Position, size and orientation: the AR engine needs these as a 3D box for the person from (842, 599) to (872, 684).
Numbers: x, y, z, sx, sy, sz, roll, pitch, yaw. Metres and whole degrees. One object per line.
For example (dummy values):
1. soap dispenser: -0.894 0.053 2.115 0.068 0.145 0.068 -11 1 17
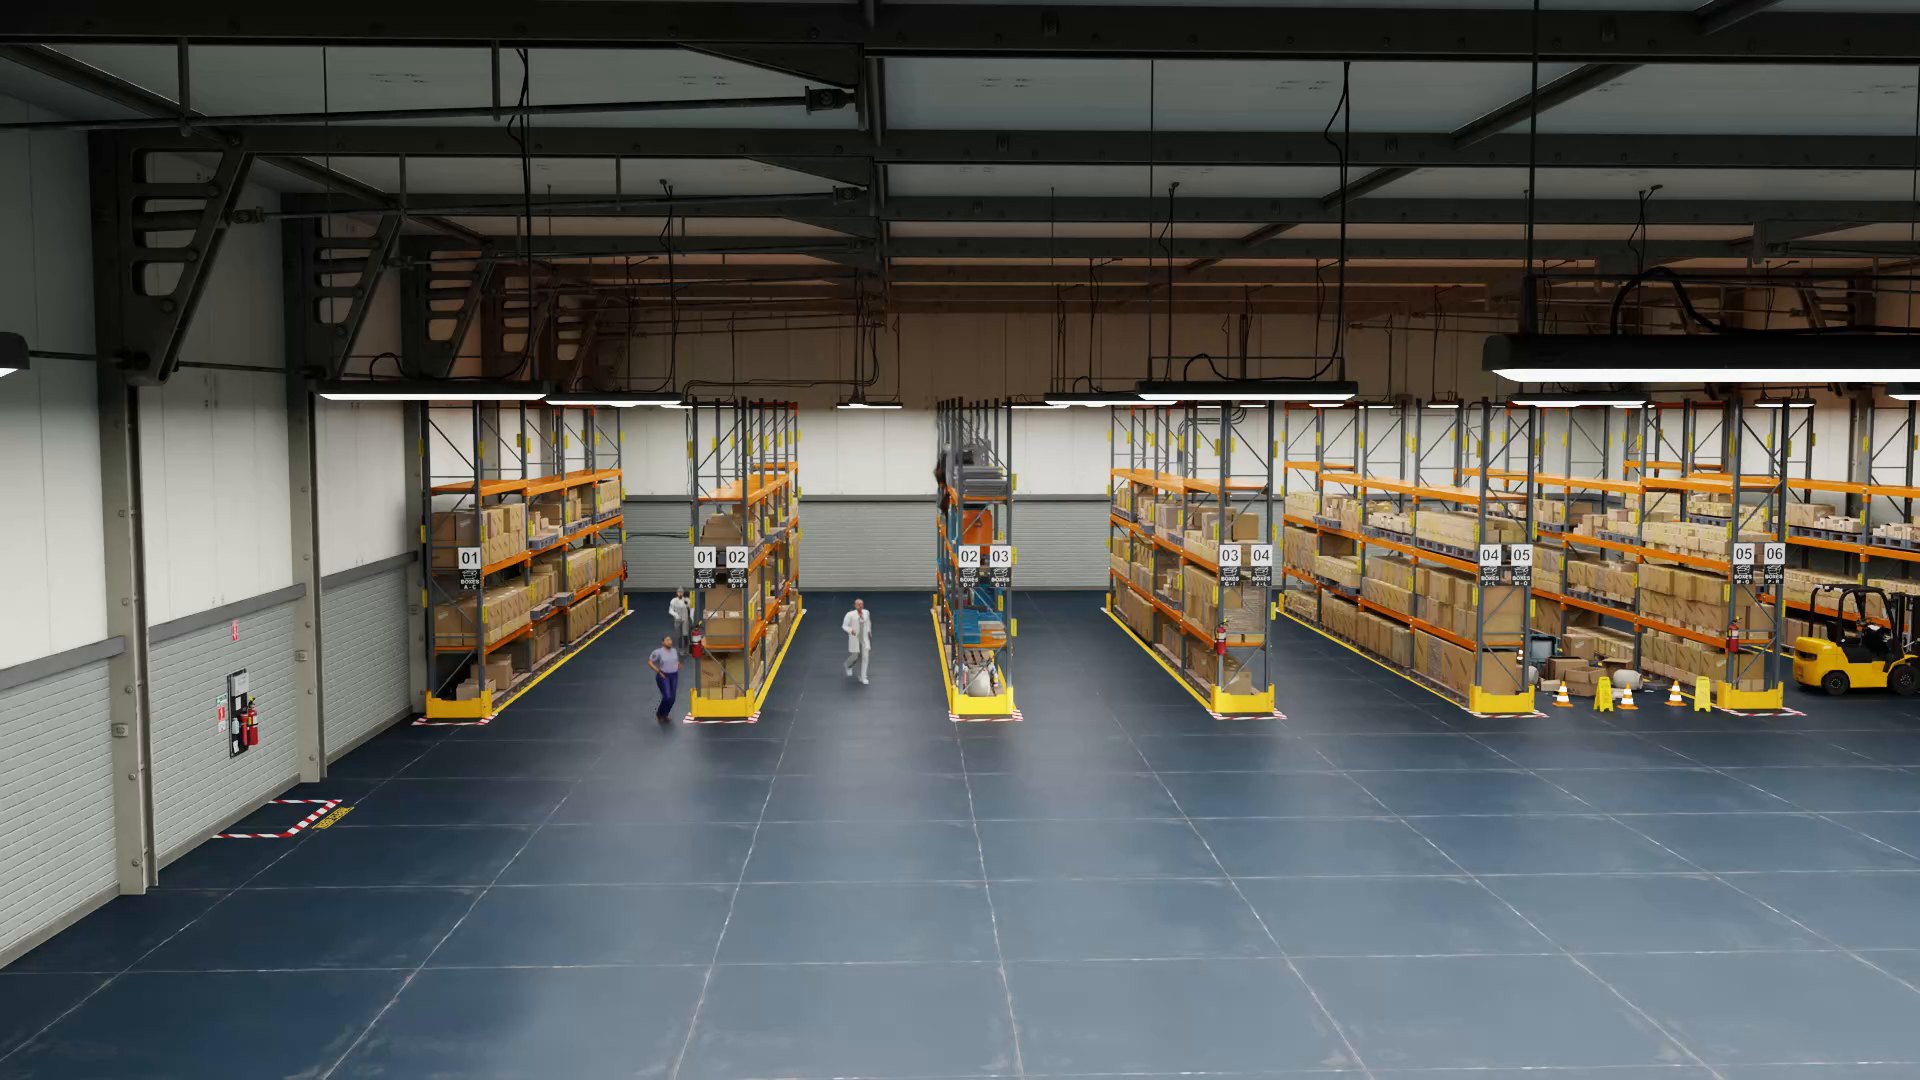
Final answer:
1. person: -2.179 2.125 35.245 0.696 1.772 0.977 -2 5 -25

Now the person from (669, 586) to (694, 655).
1. person: -6.492 1.889 38.818 0.585 1.649 0.688 -1 4 -8

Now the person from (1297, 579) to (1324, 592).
1. person: 10.308 1.056 49.036 1.095 1.821 0.604 0 4 2

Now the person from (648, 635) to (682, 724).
1. person: -5.349 2.576 30.529 0.599 1.657 0.568 -4 6 -45
